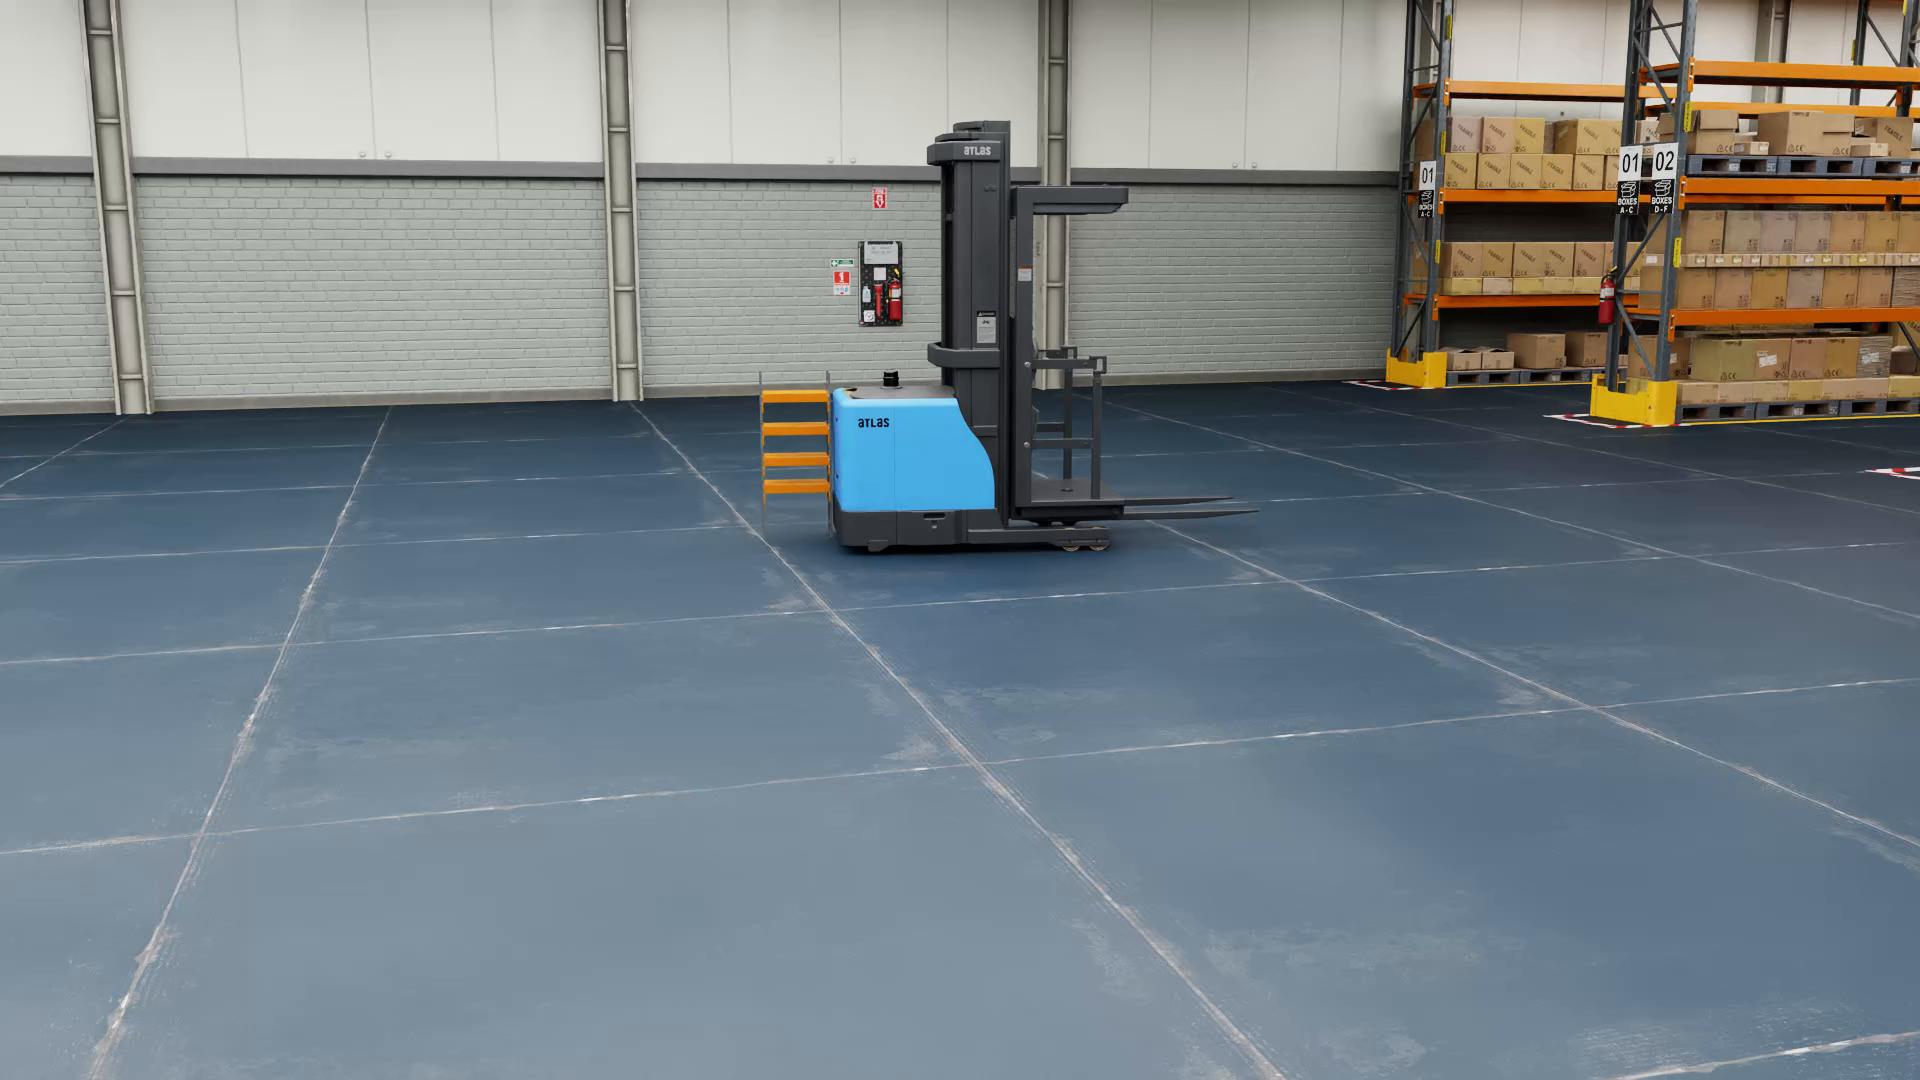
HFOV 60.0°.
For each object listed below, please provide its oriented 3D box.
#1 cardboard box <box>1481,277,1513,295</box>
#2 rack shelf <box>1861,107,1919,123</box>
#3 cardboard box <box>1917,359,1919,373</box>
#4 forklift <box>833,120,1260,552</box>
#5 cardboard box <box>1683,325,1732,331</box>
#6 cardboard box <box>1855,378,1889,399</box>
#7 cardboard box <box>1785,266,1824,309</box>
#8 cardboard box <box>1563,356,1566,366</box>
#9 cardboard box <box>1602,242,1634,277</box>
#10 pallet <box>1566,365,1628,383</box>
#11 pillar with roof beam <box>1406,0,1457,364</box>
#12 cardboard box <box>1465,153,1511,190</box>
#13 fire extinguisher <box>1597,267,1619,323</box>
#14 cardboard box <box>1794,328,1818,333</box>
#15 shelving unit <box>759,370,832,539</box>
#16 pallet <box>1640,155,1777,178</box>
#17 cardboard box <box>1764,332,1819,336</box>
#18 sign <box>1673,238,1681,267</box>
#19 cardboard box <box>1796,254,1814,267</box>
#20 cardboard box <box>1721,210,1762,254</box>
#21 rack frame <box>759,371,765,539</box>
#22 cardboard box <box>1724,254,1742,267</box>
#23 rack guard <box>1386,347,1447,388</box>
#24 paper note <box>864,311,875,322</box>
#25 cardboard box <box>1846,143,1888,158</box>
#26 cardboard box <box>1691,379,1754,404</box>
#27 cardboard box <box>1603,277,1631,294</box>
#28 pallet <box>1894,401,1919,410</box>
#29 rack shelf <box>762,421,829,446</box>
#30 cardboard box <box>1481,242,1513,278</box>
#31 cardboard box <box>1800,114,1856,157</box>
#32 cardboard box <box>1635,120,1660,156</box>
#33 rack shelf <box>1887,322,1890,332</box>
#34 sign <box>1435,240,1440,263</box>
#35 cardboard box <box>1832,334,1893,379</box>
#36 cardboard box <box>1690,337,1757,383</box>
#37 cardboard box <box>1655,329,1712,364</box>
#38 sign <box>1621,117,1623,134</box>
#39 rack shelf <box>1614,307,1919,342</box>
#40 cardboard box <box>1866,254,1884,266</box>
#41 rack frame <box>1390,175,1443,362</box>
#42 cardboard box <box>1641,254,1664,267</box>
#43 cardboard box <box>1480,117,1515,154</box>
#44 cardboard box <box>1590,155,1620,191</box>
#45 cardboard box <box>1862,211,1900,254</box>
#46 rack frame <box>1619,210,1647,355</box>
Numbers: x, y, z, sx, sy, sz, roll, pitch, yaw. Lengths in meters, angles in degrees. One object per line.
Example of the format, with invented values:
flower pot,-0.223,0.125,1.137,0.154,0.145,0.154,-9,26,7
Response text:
cardboard box,7.698,-3.708,24.263,0.500,0.250,0.500,-3,11,-18
rack shelf,16.247,-6.680,26.568,4.000,0.370,1.077,-3,11,-16
cardboard box,12.341,-2.223,20.722,0.500,0.311,0.500,-3,11,-16
forklift,0.617,-1.457,11.865,3.031,2.935,1.130,-1,11,-8
cardboard box,11.610,-3.395,25.821,0.500,0.250,0.500,-3,11,-17
cardboard box,11.008,-1.885,20.433,0.500,0.250,0.500,-3,11,-16
cardboard box,9.971,-3.062,20.120,0.500,0.500,0.700,-3,11,-14
cardboard box,8.945,-2.713,25.158,0.250,0.149,0.380,-4,11,-21
cardboard box,9.641,-4.177,24.740,0.500,0.500,0.500,-3,11,-16
pallet,9.852,-2.565,25.395,1.213,0.211,1.003,-3,11,-16
pillar with roof beam,8.279,-6.162,20.662,0.400,9.000,9.100,-3,11,-16
cardboard box,7.562,-5.302,23.948,0.500,0.500,0.500,-2,11,-12
fire extinguisher,7.791,-2.950,19.997,0.183,0.674,0.296,-3,11,-16
cardboard box,13.123,-3.114,26.368,0.500,0.500,0.700,-3,11,-16
shelving unit,-1.198,-0.624,12.122,0.503,1.200,0.258,-1,11,-8
pallet,8.720,-4.376,19.491,1.213,0.211,1.003,-3,11,-16
cardboard box,10.382,-2.319,20.720,0.500,0.500,0.500,-3,11,-16
sign,8.183,-3.281,18.973,0.005,0.325,0.100,-3,11,-16
cardboard box,9.947,-3.341,19.843,0.250,0.149,0.380,-3,11,-15
cardboard box,9.040,-3.652,19.738,0.500,0.500,0.700,-3,11,-17
rack frame,-1.439,-0.618,12.089,0.015,1.200,0.240,-1,11,-8
cardboard box,8.964,-3.290,19.563,0.250,0.149,0.380,-3,11,-16
rack guard,6.719,-2.548,24.508,0.348,0.500,1.175,-3,11,-16
paper note,-1.257,-3.107,23.074,0.142,0.148,0.016,-3,11,-16
cardboard box,10.793,-4.634,19.795,0.250,0.149,0.380,-3,11,-16
cardboard box,9.090,-1.782,19.873,0.500,0.250,0.500,-3,11,-16
cardboard box,9.636,-3.812,24.827,0.500,0.250,0.500,-3,11,-16
pallet,12.571,-1.788,21.176,1.213,0.211,1.003,-3,11,-16
rack shelf,-1.198,-0.778,12.093,0.480,0.148,0.258,-1,11,-8
cardboard box,7.666,-4.074,24.179,0.500,0.500,0.500,-3,11,-16
cardboard box,10.258,-4.855,20.019,0.637,0.503,0.797,-2,11,-10
cardboard box,10.081,-5.930,24.594,0.500,0.500,0.500,-4,11,-21
rack shelf,13.795,-2.863,21.299,4.000,0.370,1.077,-3,11,-16
sign,6.798,-4.105,23.670,0.005,0.325,0.100,-3,11,-16
cardboard box,11.007,-2.254,20.367,0.500,0.500,0.500,-3,11,-16
cardboard box,9.091,-2.150,19.804,0.500,0.500,0.500,-3,11,-16
cardboard box,11.189,-3.003,25.765,0.500,0.500,0.700,-3,11,-14
sign,7.896,-4.880,19.756,0.005,0.325,0.100,-3,11,-16
rack shelf,9.954,-2.660,20.199,4.000,0.370,1.077,-3,11,-16
cardboard box,10.933,-3.393,20.125,0.250,0.149,0.380,-3,11,-16
rack frame,6.646,-3.774,24.261,0.127,3.000,1.000,-3,11,-16
cardboard box,8.348,-3.334,19.801,0.250,0.149,0.380,-3,11,-17
cardboard box,7.579,-5.794,23.855,0.500,0.500,0.500,-3,11,-17
cardboard box,9.582,-5.419,24.579,0.500,0.500,0.500,-4,11,-21
cardboard box,10.966,-3.753,20.289,0.500,0.500,0.700,-3,11,-16
rack frame,10.486,-3.976,25.360,0.127,3.000,1.000,-3,11,-16
